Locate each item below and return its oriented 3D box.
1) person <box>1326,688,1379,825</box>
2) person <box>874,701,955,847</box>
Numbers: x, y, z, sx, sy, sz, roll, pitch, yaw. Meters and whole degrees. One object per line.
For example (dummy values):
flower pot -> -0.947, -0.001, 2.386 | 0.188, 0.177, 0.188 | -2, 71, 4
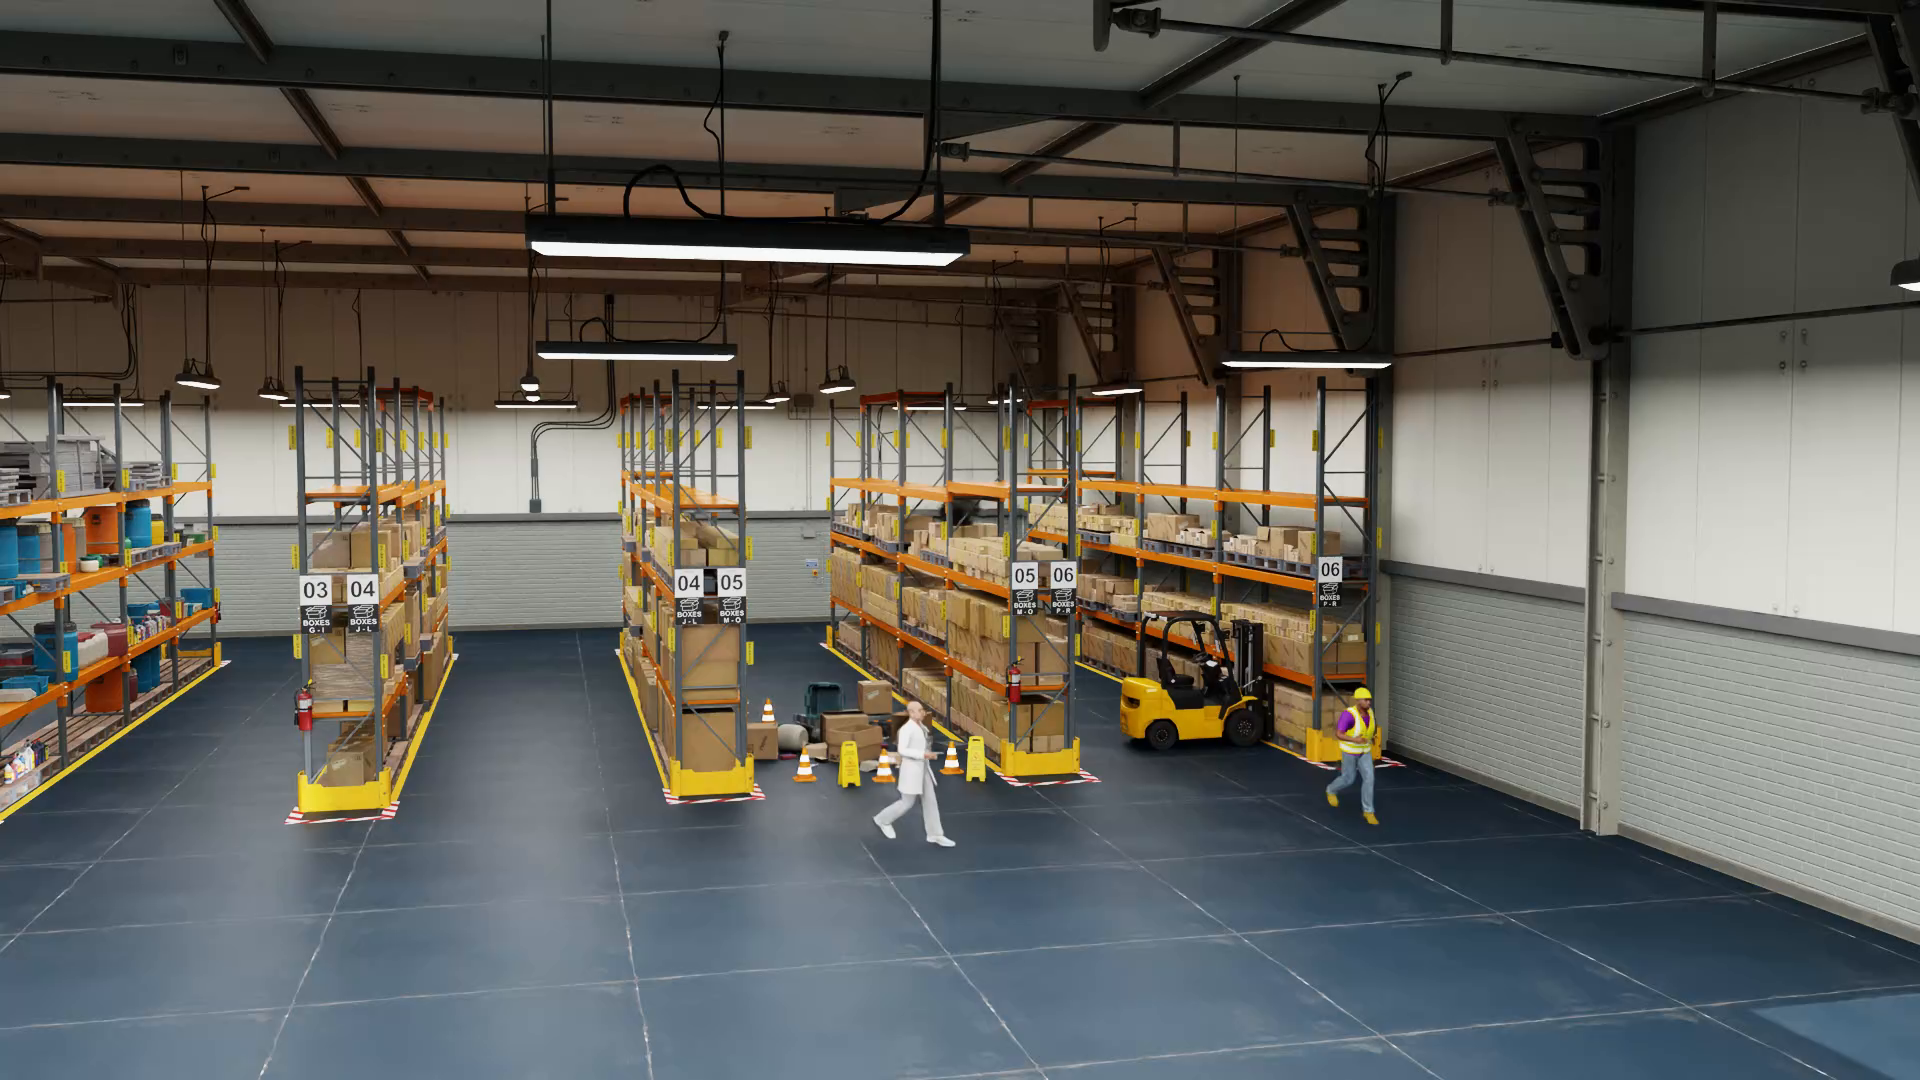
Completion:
person -> 5.224, 2.826, 22.051 | 0.734, 1.774, 0.998 | -2, 4, -29
person -> -0.573, 2.870, 20.497 | 1.068, 1.777, 0.710 | 2, 4, 26
